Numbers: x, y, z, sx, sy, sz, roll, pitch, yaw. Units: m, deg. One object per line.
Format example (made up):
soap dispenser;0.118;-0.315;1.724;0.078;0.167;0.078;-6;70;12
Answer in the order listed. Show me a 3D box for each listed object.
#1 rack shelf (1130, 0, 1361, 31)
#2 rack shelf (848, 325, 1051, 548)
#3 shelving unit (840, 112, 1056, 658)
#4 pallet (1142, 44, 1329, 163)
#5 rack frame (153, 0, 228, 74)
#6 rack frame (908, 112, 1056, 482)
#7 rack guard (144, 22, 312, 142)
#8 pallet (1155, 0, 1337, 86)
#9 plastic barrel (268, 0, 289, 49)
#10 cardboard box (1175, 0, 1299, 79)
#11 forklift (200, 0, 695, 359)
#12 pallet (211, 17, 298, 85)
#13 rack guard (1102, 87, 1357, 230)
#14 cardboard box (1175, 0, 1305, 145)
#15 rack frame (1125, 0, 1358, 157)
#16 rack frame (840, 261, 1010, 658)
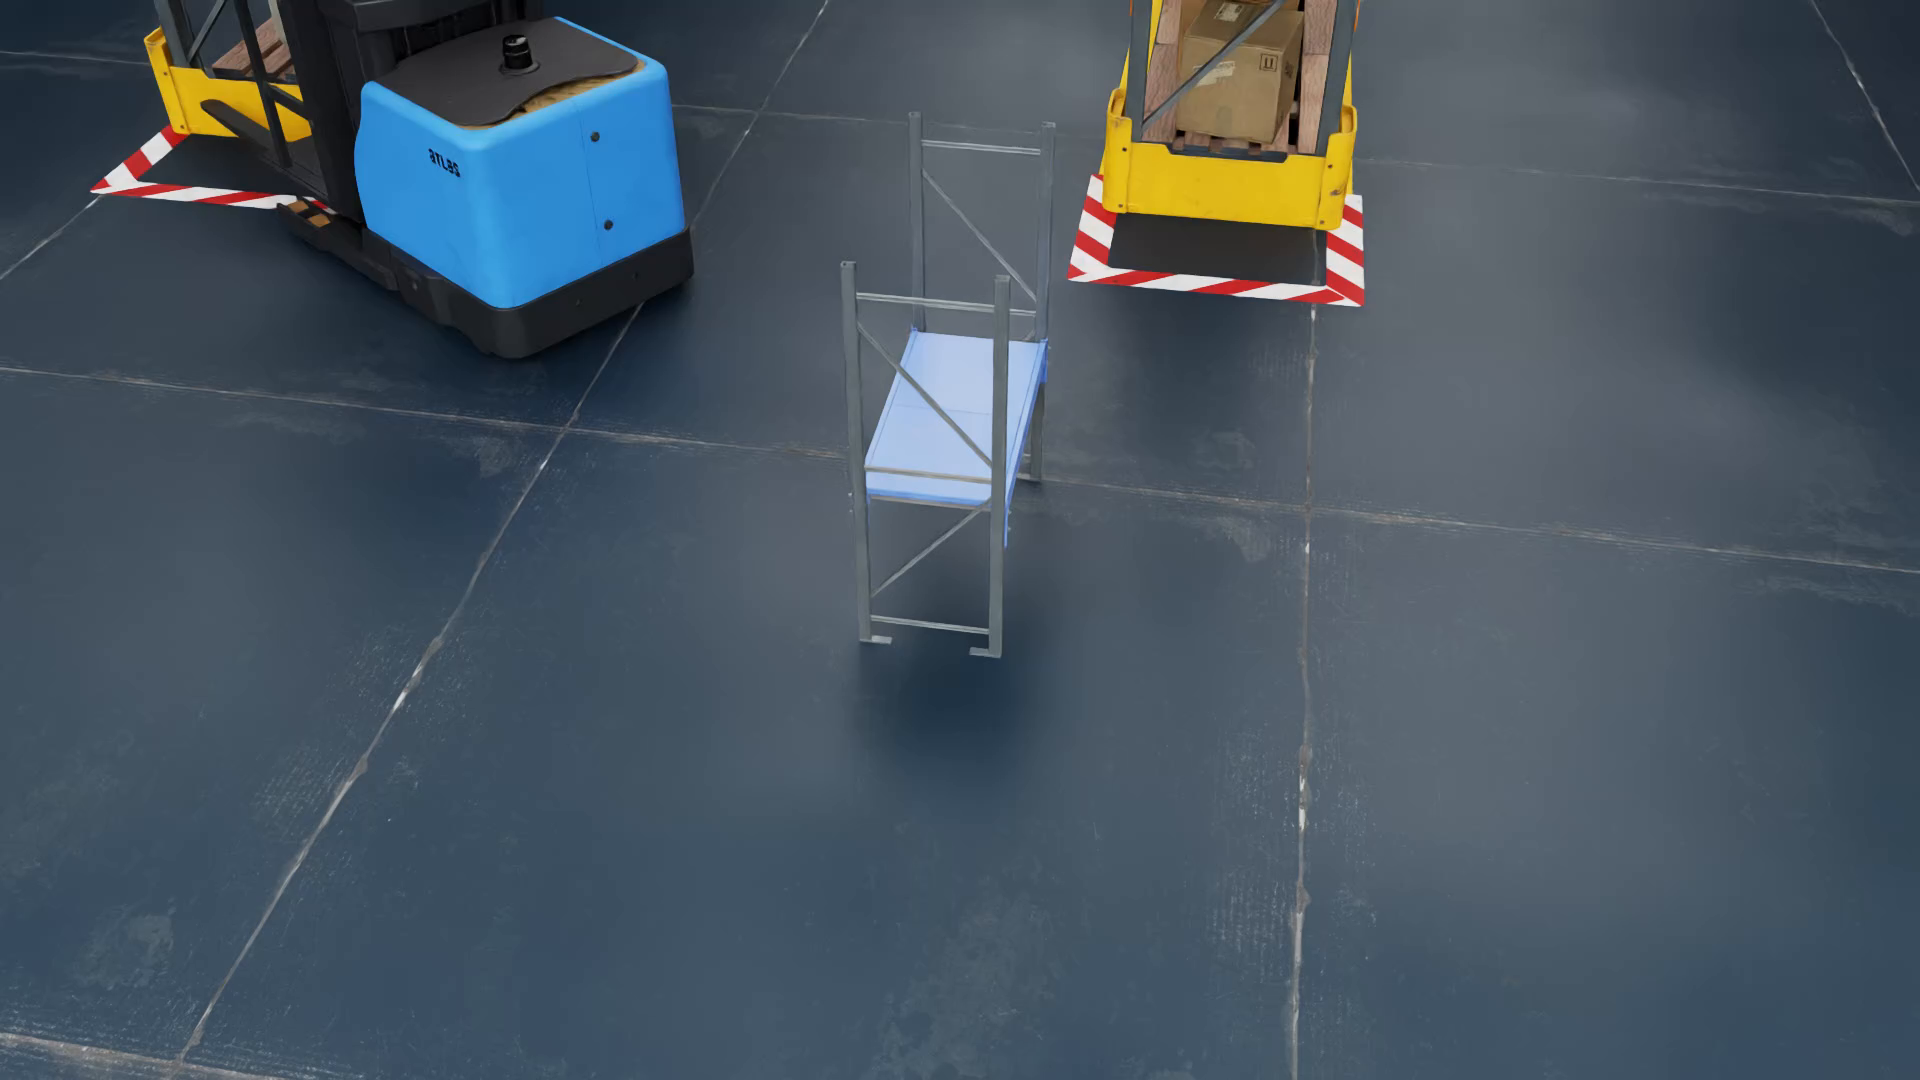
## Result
rack shelf;1.633;-3.755;9.002;1.077;0.370;4.000;6;40;8
rack shelf;-0.015;-0.386;5.822;0.538;0.185;1.000;6;40;8
shelving unit;-0.015;-0.524;5.707;0.538;1.500;1.048;6;40;8
pallet;1.475;-2.256;8.813;1.003;0.211;1.213;6;40;8
rack frame;-3.592;-3.323;7.915;1.000;3.000;0.127;6;40;8
rack frame;0.073;-0.844;6.093;0.500;1.500;0.032;6;40;8
rack guard;-3.625;-2.412;8.776;1.175;0.500;0.348;6;40;8
pallet;1.688;-3.019;9.736;1.003;0.211;1.213;6;40;8
plastic barrel;-3.553;-2.947;9.084;0.421;0.512;0.421;0;40;0
cardboard box;1.481;-2.744;8.847;0.500;0.500;0.500;17;42;19
forklift;-2.632;-2.723;7.244;3.031;2.935;1.130;31;49;32
pallet;-3.479;-2.810;9.484;1.003;0.211;1.213;6;40;8
rack guard;1.300;-1.861;8.109;1.175;0.500;0.348;6;40;8
cardboard box;1.411;-2.365;8.389;0.500;0.500;0.500;14;41;16
rack frame;1.287;-2.777;7.255;1.000;3.000;0.127;6;40;8
rack frame;-0.103;-0.205;5.321;0.500;1.500;0.032;6;40;8
